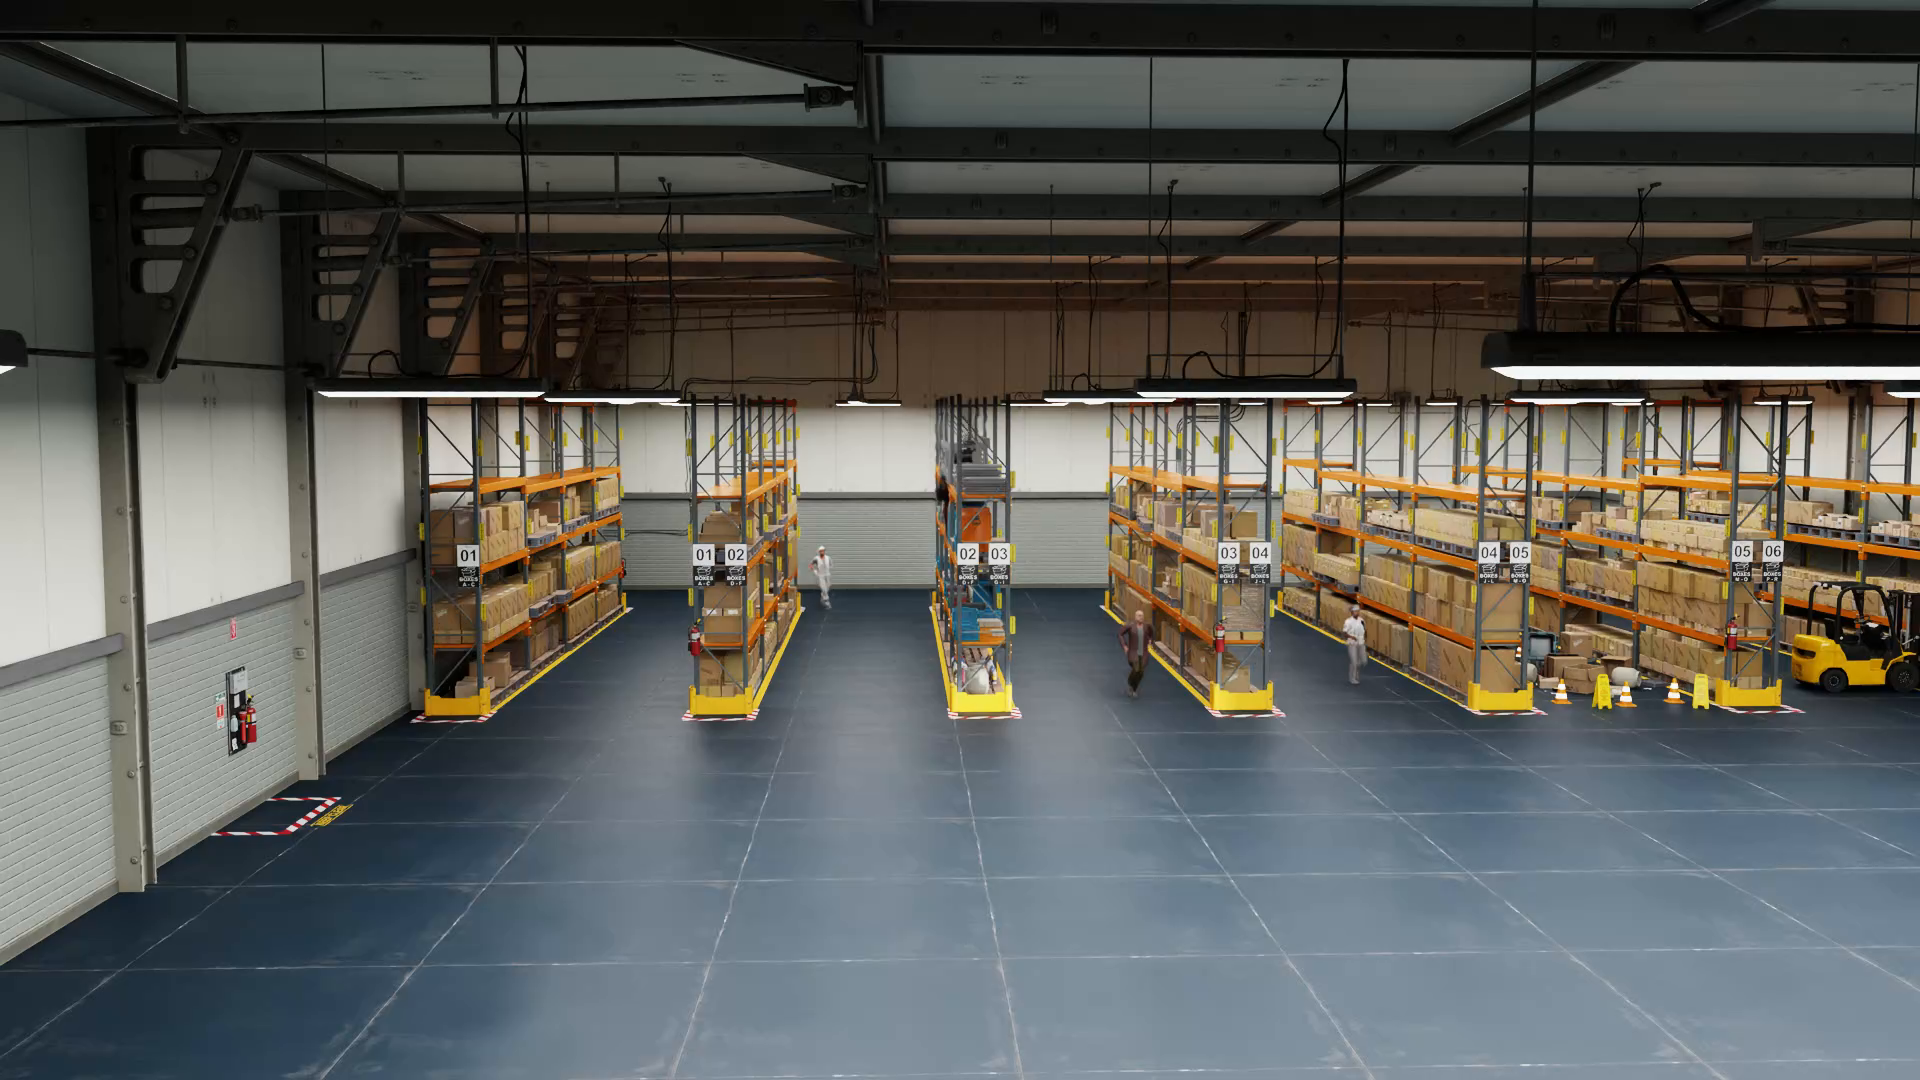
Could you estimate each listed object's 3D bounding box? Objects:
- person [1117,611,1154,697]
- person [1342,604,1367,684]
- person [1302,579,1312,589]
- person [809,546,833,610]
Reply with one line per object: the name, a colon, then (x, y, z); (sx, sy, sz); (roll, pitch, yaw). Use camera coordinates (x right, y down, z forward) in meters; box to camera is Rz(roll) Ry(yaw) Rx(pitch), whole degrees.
person: (3.521, 2.259, 32.889); (0.706, 1.737, 0.706); (-1, 5, -17)
person: (8.266, 2.168, 34.627); (0.569, 1.654, 0.545); (-1, 5, -14)
person: (10.339, 1.063, 49.008); (0.614, 1.648, 0.598); (-3, 6, -37)
person: (-3.946, 1.076, 47.674); (0.663, 1.799, 0.916); (-3, 5, -31)
